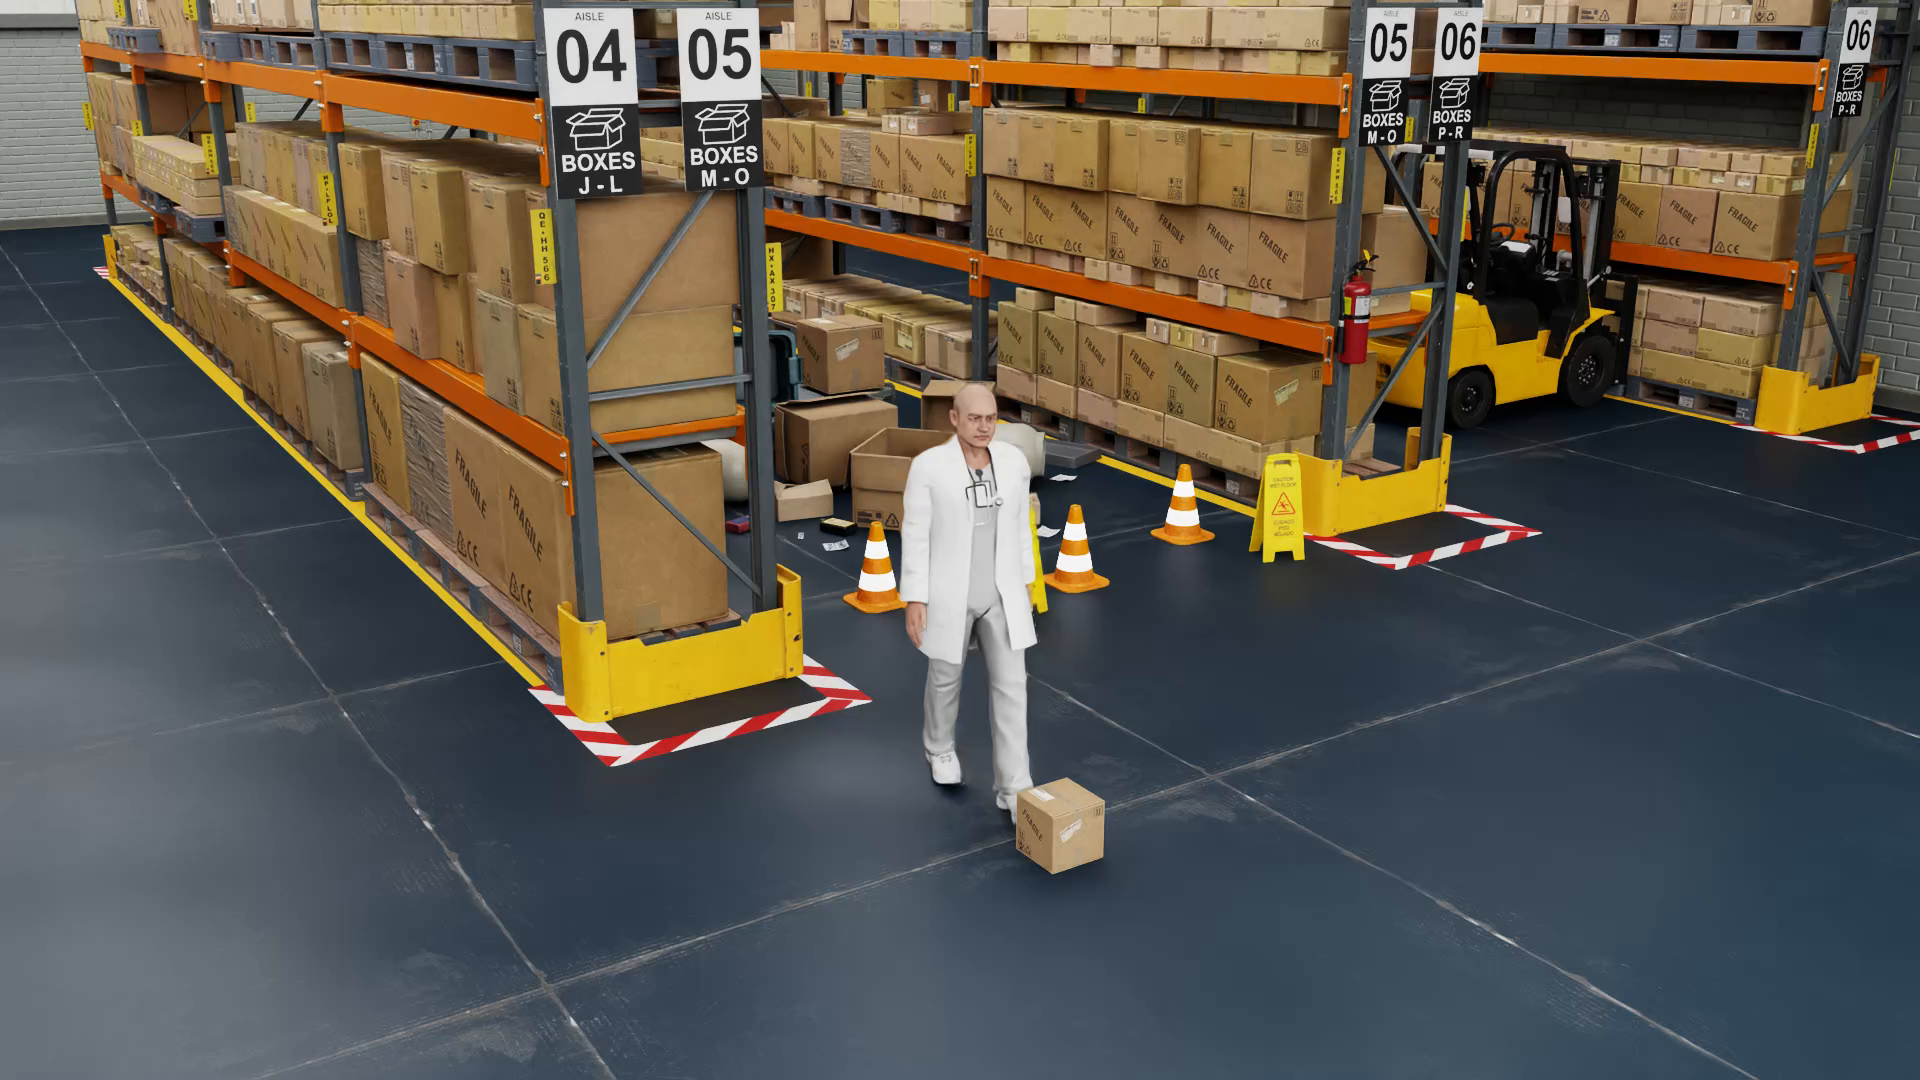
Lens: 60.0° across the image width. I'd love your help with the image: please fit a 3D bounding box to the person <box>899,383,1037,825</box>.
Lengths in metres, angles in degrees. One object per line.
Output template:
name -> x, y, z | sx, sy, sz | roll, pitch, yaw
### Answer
person -> 0.064, 0.248, 6.782 | 0.628, 1.758, 0.898 | -5, 18, -14
